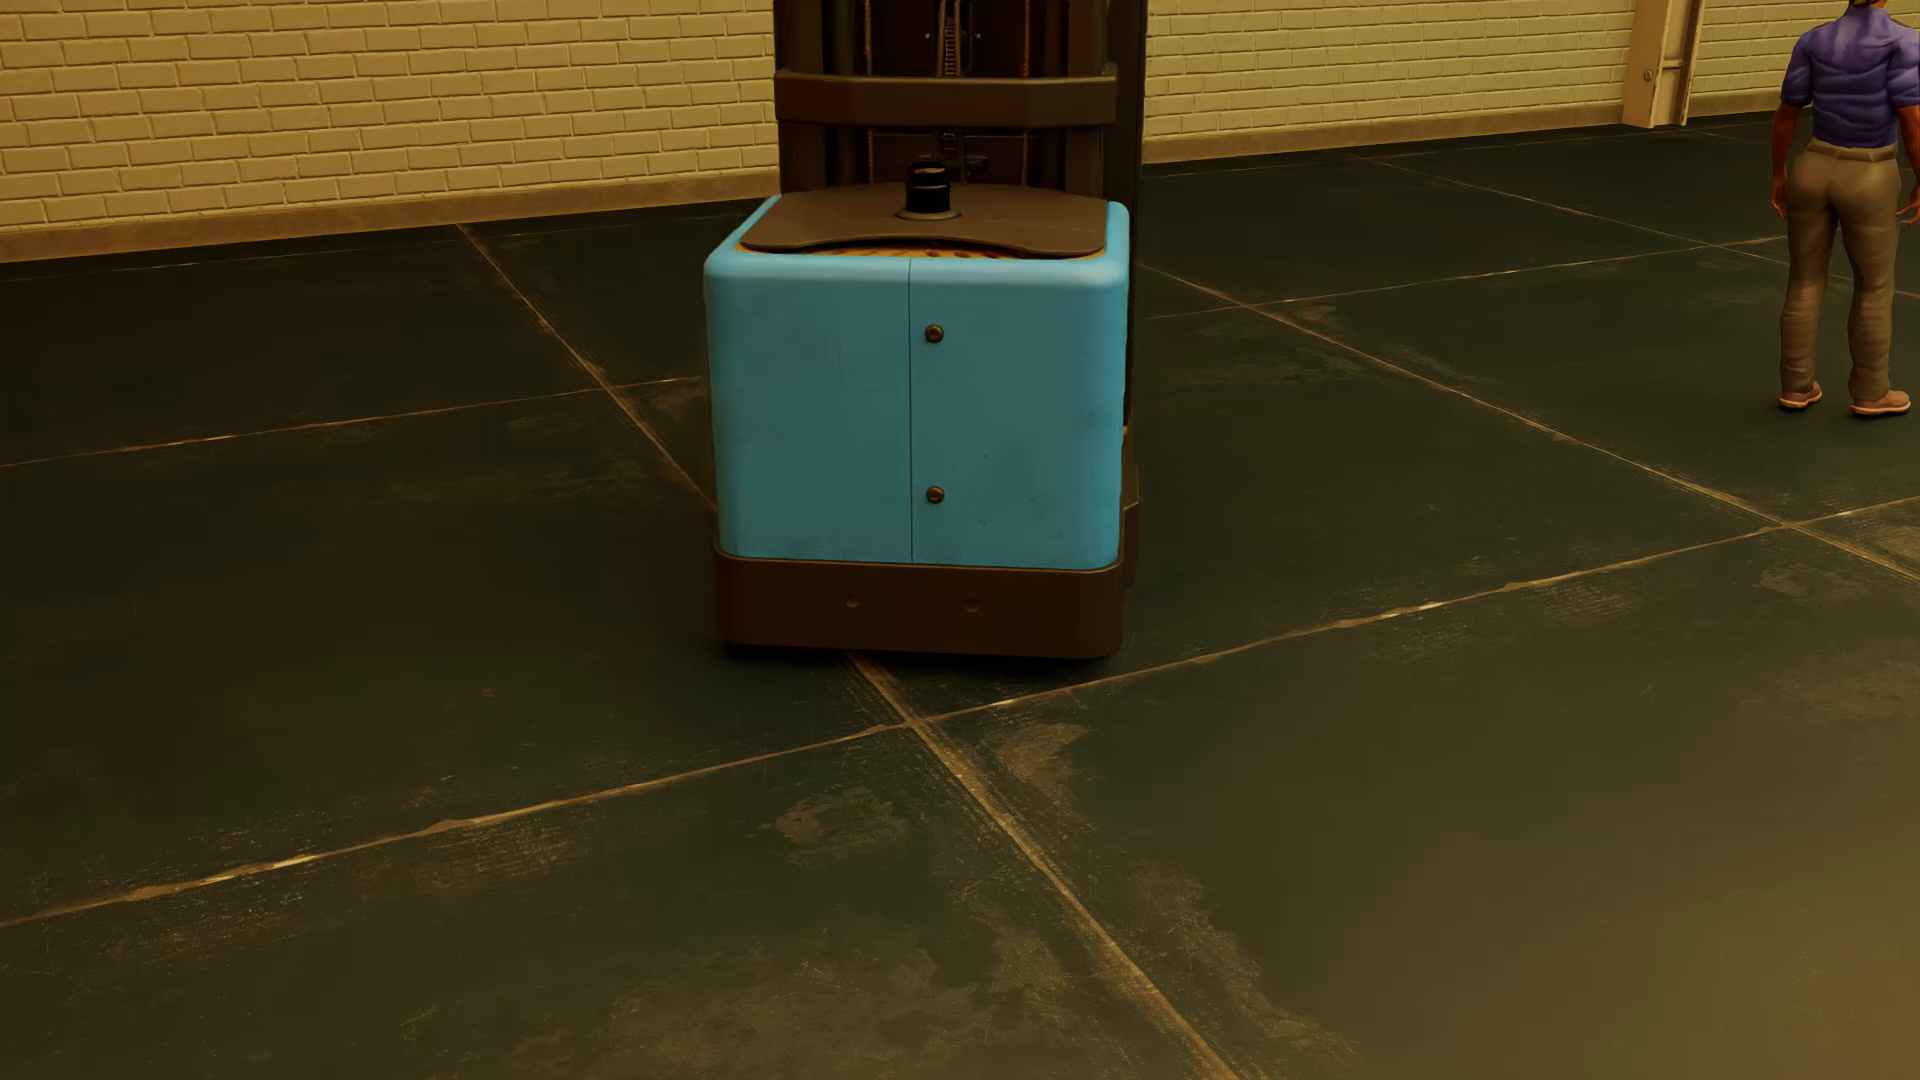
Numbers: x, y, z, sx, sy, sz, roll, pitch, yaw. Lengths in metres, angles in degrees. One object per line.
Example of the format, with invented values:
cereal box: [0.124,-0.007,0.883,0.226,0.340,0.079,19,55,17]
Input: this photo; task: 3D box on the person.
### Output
person: [3.241,-1.282,6.017,0.504,1.654,0.569,-19,29,-38]

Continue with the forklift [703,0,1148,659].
forklift: [0.024,-1.579,5.088,1.130,2.935,3.031,2,23,5]
